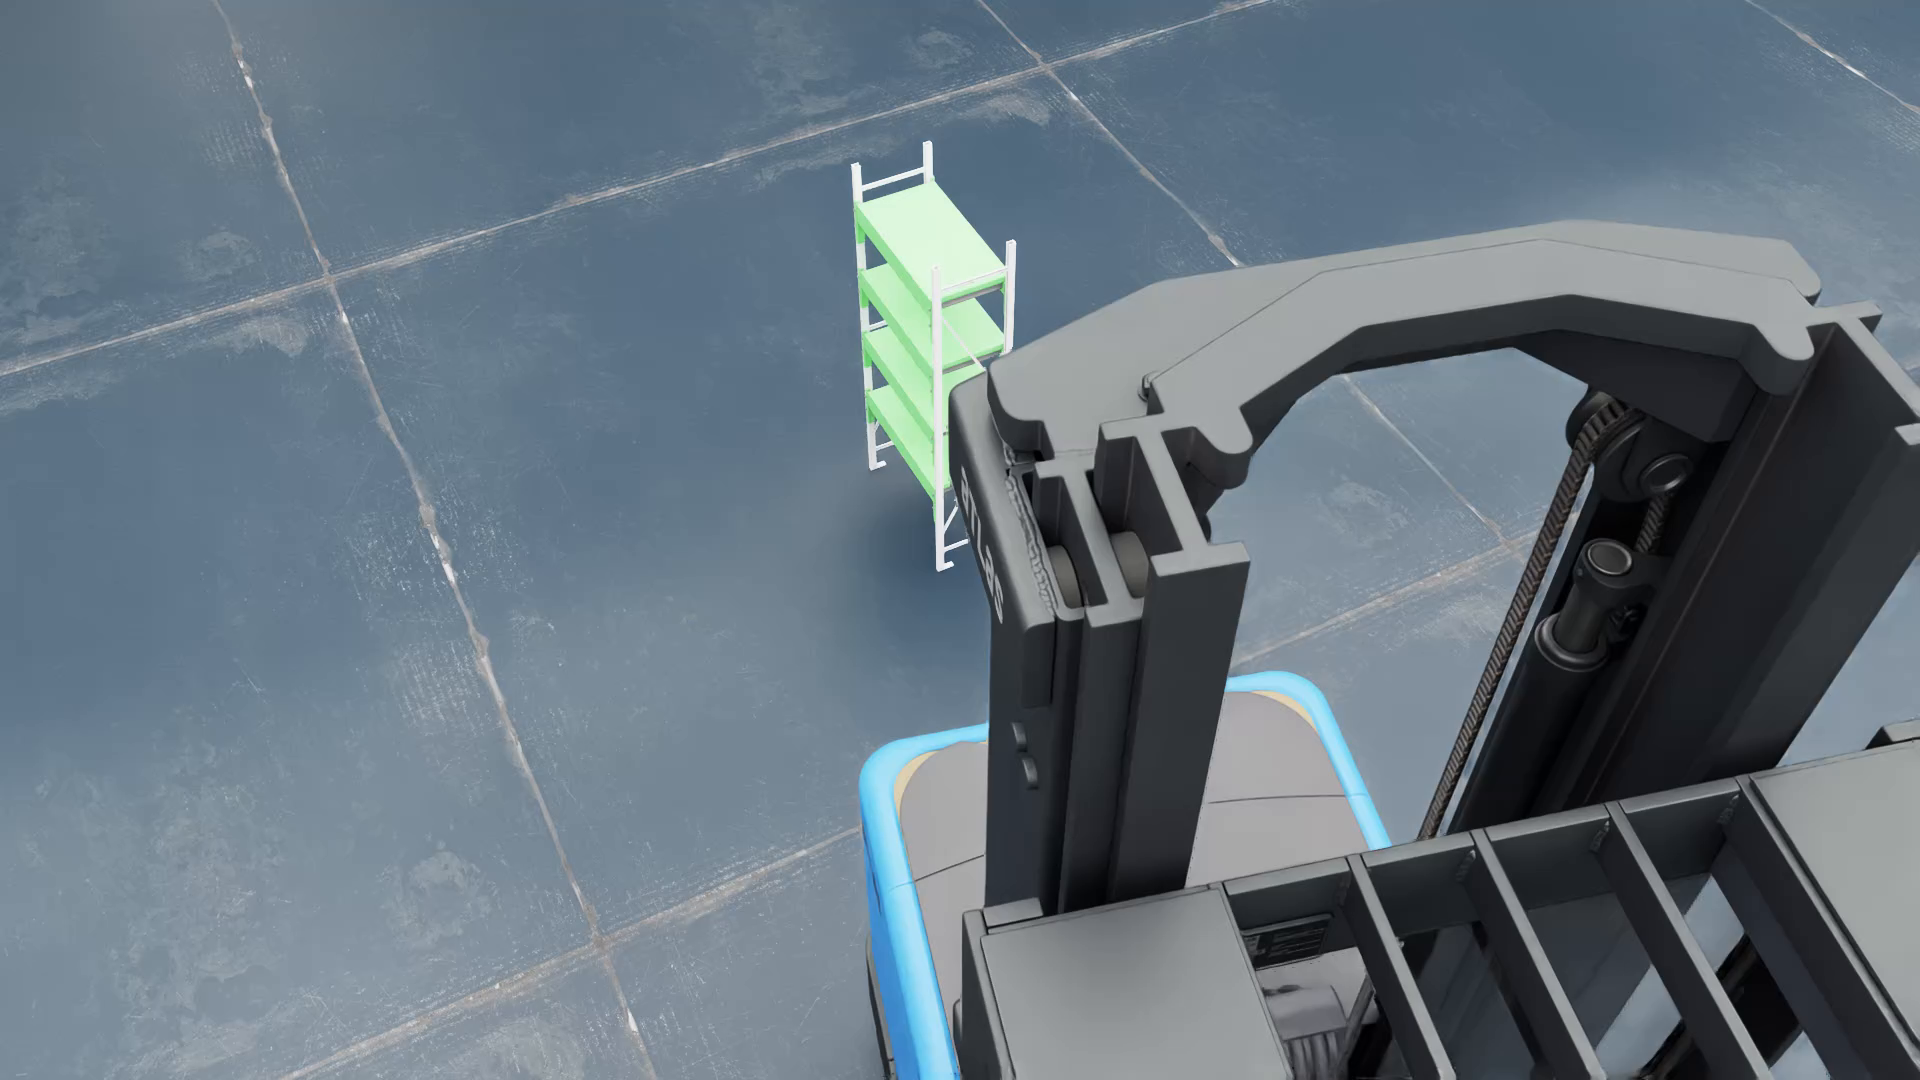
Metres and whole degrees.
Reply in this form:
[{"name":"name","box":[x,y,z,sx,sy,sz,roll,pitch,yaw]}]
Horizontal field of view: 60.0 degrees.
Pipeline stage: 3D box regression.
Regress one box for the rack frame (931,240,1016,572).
[{"name":"rack frame","box":[0.036,-0.342,4.752,0.240,1.200,0.015,-21,52,-18]}]

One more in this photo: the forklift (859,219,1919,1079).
[{"name":"forklift","box":[0.597,1.175,2.275,1.130,2.935,3.031,-10,50,-8]}]

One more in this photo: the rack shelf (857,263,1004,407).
[{"name":"rack shelf","box":[-0.076,-0.622,4.763,0.258,0.148,0.480,-21,52,-18]}]

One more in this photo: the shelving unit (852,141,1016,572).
[{"name":"shelving unit","box":[-0.076,-0.506,4.895,0.258,1.200,0.503,-21,52,-18]}]

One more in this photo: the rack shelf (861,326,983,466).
[{"name":"rack shelf","box":[-0.076,-0.464,4.943,0.258,0.148,0.480,-21,52,-18]}]

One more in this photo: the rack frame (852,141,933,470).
[{"name":"rack frame","box":[-0.187,-0.669,5.038,0.240,1.200,0.015,-21,52,-18]}]

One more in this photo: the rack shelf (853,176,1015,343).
[{"name":"rack shelf","box":[-0.076,-0.780,4.582,0.258,0.148,0.480,-21,52,-18]}]

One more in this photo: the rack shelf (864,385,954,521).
[{"name":"rack shelf","box":[-0.076,-0.306,5.124,0.258,0.148,0.480,-21,52,-18]}]
